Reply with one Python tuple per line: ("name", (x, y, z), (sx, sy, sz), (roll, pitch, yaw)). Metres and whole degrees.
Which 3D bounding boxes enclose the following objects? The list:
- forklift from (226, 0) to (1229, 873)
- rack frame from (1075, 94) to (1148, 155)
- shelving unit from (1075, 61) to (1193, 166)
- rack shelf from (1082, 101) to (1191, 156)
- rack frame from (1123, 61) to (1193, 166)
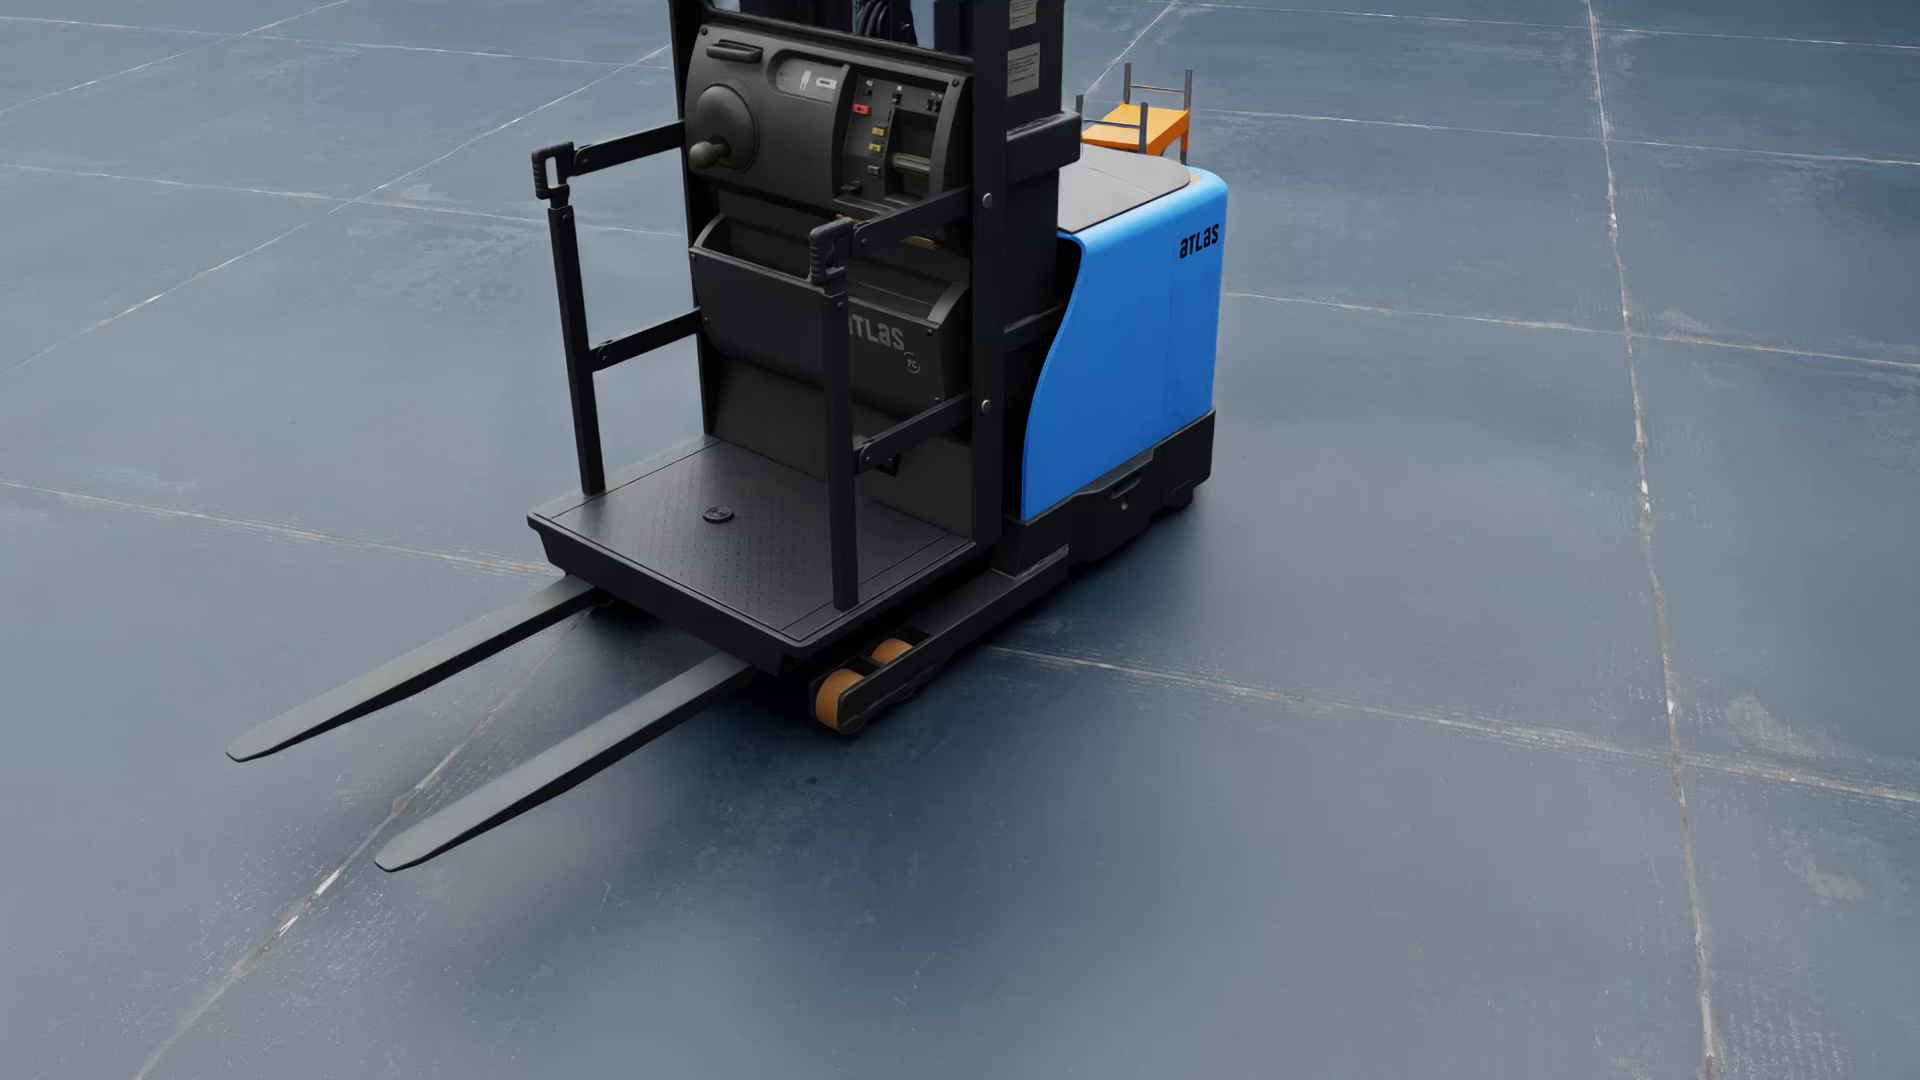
("forklift", (-0.499, -1.051, 4.124), (1.130, 2.935, 3.031), (22, 36, 34))
("rack frame", (0.487, -0.891, 5.617), (0.240, 1.200, 0.015), (12, 31, 21))
("shelving unit", (0.585, -0.999, 5.812), (0.258, 1.200, 0.503), (12, 31, 21))
("rack shelf", (0.585, -1.343, 5.621), (0.258, 0.148, 0.480), (12, 31, 21))
("rack frame", (0.683, -1.108, 6.007), (0.240, 1.200, 0.015), (12, 31, 21))
